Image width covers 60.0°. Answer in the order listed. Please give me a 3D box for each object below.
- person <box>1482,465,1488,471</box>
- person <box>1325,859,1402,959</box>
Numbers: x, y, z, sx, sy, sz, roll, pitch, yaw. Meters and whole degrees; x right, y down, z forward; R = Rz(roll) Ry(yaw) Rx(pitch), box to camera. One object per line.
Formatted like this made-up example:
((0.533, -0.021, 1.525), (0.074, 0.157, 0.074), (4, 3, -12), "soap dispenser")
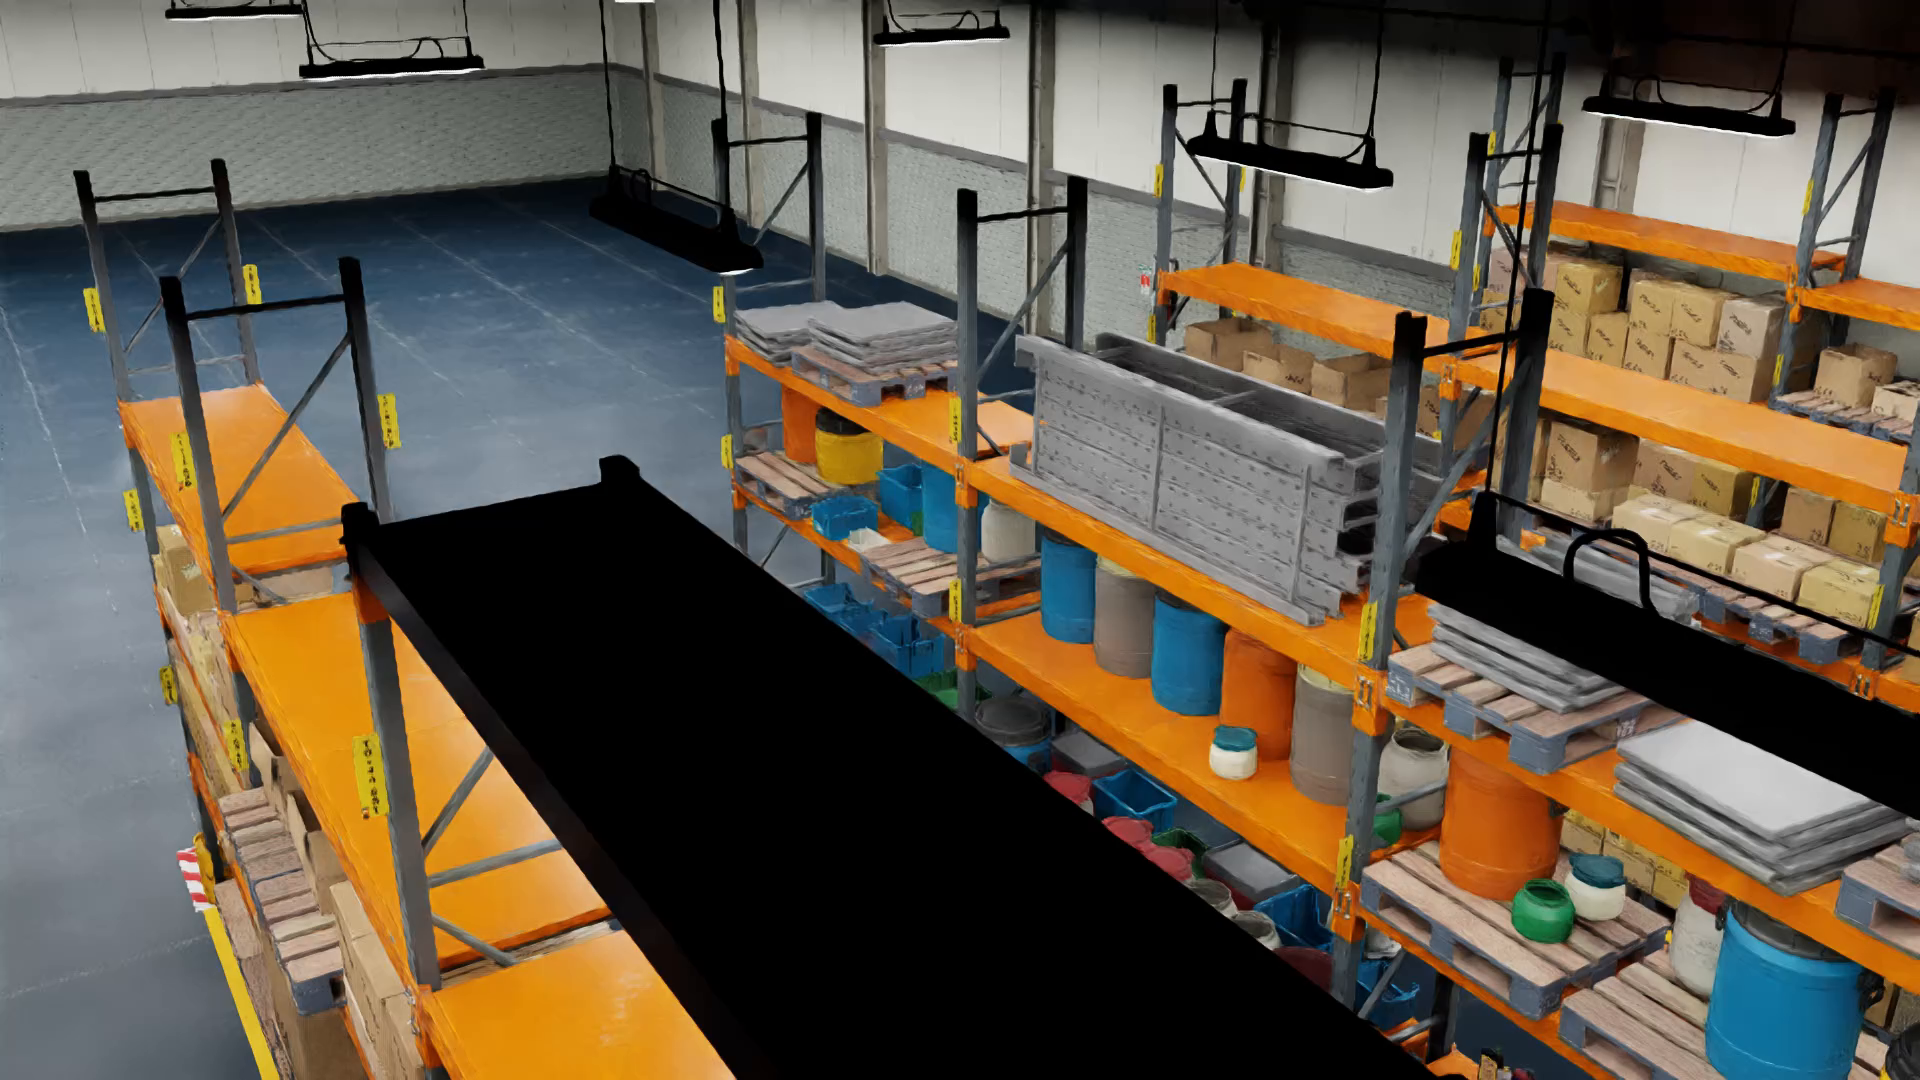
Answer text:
((6.022, -0.009, 19.091), (0.730, 1.744, 0.686), (-11, 24, -26), "person")
((3.238, 2.422, 12.923), (0.636, 1.775, 0.675), (-2, 22, -4), "person")
